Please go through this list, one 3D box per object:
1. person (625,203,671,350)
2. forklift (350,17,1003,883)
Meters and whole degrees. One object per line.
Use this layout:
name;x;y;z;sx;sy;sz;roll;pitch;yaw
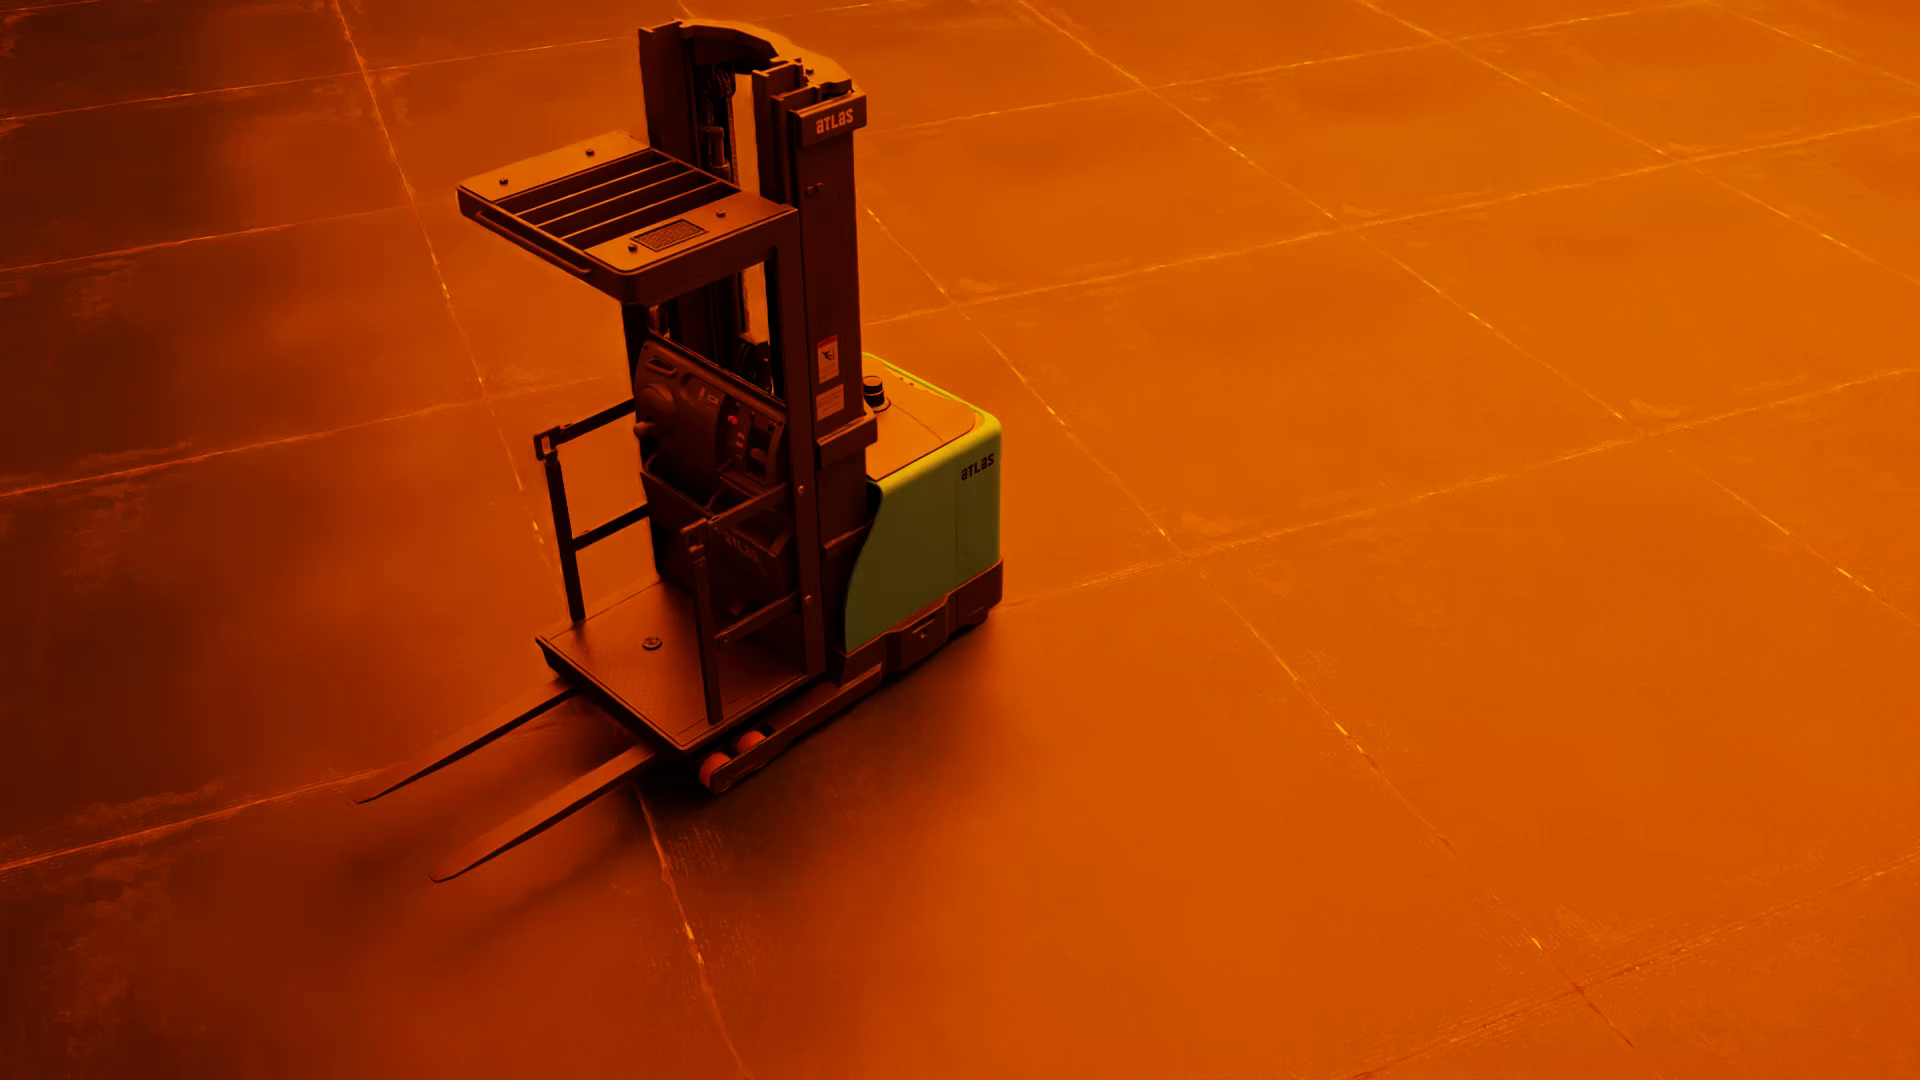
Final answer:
person;-1.560;-1.298;9.098;0.502;1.656;1.099;-14;38;-19
forklift;-1.187;-0.455;6.739;1.130;2.935;3.031;30;45;35
